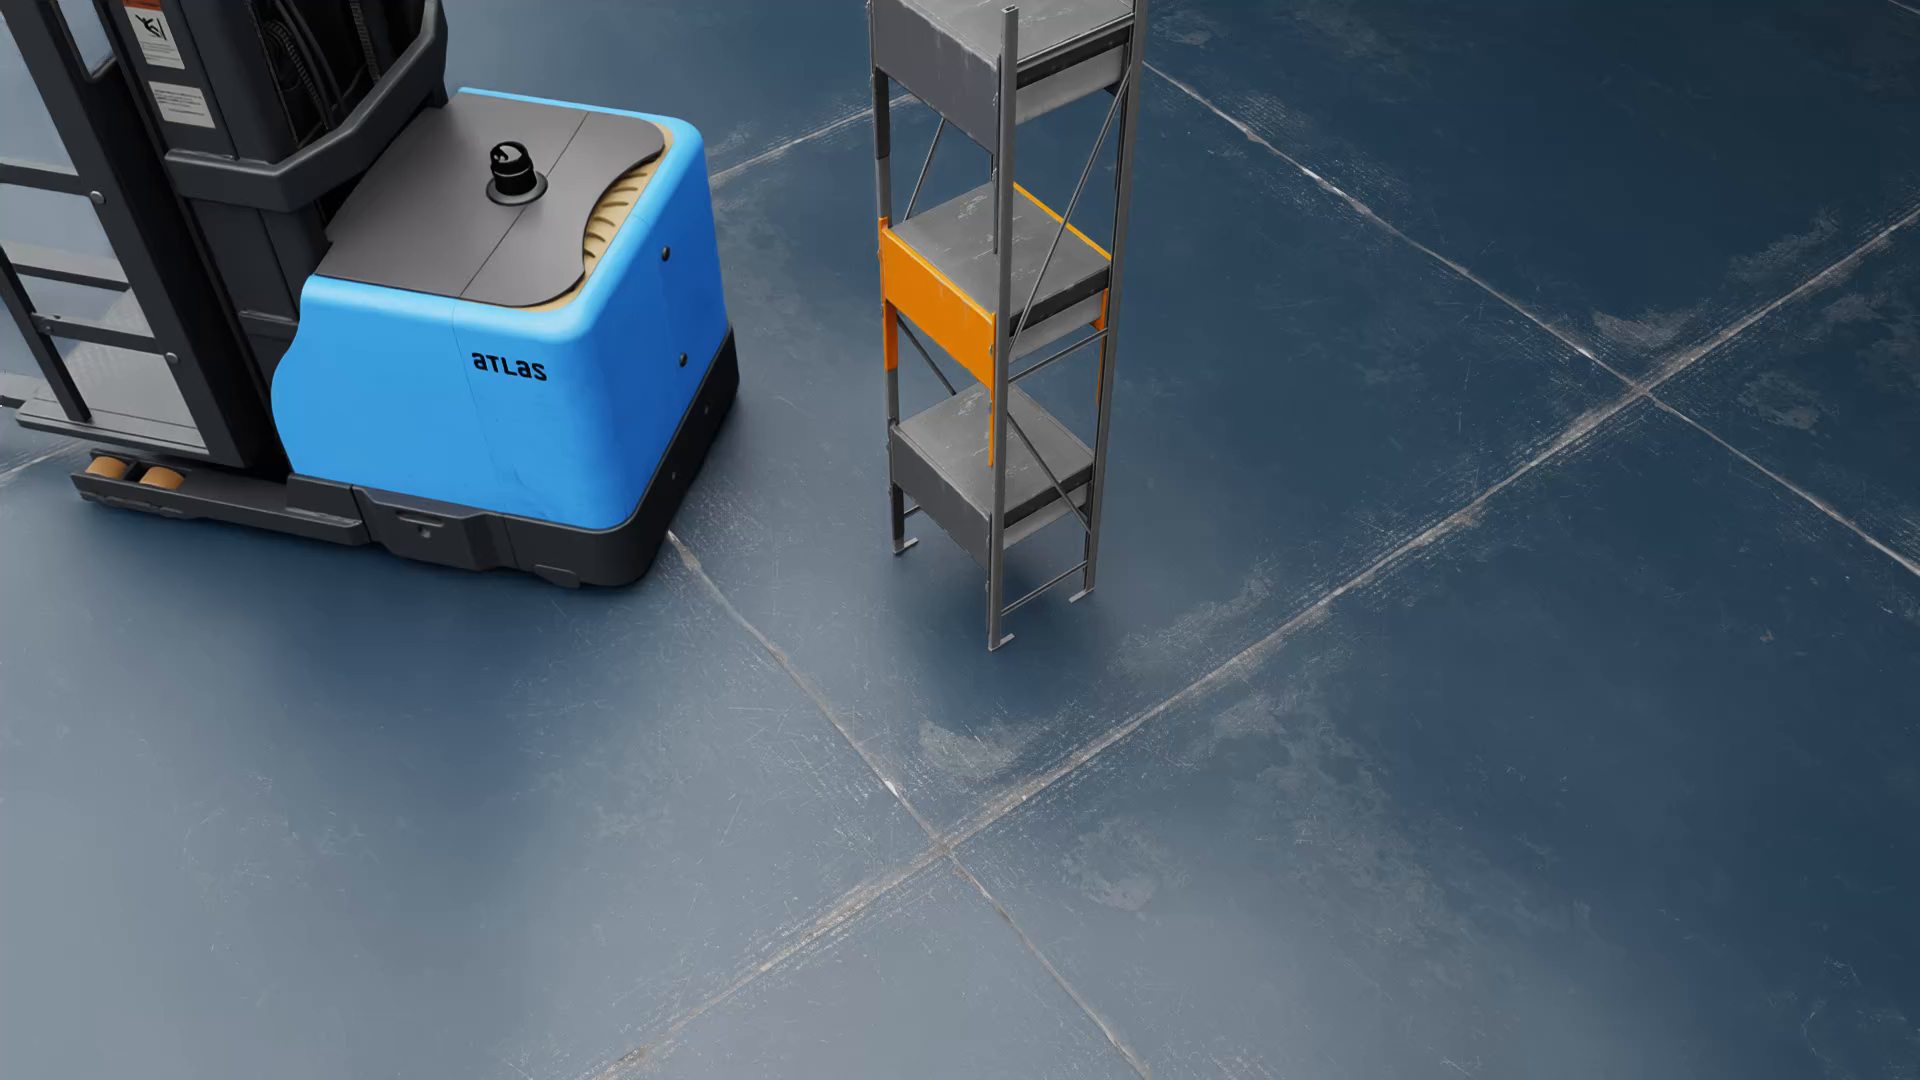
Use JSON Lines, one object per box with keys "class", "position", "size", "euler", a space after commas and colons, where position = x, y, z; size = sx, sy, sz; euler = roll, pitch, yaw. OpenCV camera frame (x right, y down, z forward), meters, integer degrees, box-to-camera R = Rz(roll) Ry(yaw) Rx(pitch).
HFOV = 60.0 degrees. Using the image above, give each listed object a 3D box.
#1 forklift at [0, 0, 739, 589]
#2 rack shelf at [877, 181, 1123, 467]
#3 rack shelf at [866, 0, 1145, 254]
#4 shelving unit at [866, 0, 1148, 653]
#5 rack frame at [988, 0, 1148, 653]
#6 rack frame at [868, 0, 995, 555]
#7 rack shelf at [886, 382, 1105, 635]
{"class": "forklift", "position": [-2.322, -1.425, 4.564], "size": [3.031, 2.935, 1.130], "euler": [10, 49, 9]}
{"class": "rack shelf", "position": [0.100, -0.598, 4.394], "size": [0.431, 0.518, 0.480], "euler": [-29, 54, -24]}
{"class": "rack shelf", "position": [0.100, -1.069, 3.875], "size": [0.431, 0.518, 0.480], "euler": [-29, 54, -24]}
{"class": "shelving unit", "position": [0.100, -0.608, 4.384], "size": [0.431, 2.100, 0.503], "euler": [-29, 54, -24]}
{"class": "rack frame", "position": [0.248, -0.464, 4.253], "size": [0.400, 2.100, 0.015], "euler": [-29, 54, -24]}
{"class": "rack frame", "position": [-0.048, -0.752, 4.514], "size": [0.400, 2.100, 0.015], "euler": [-29, 54, -24]}
{"class": "rack shelf", "position": [0.100, -0.128, 4.912], "size": [0.431, 0.518, 0.480], "euler": [-29, 54, -24]}
